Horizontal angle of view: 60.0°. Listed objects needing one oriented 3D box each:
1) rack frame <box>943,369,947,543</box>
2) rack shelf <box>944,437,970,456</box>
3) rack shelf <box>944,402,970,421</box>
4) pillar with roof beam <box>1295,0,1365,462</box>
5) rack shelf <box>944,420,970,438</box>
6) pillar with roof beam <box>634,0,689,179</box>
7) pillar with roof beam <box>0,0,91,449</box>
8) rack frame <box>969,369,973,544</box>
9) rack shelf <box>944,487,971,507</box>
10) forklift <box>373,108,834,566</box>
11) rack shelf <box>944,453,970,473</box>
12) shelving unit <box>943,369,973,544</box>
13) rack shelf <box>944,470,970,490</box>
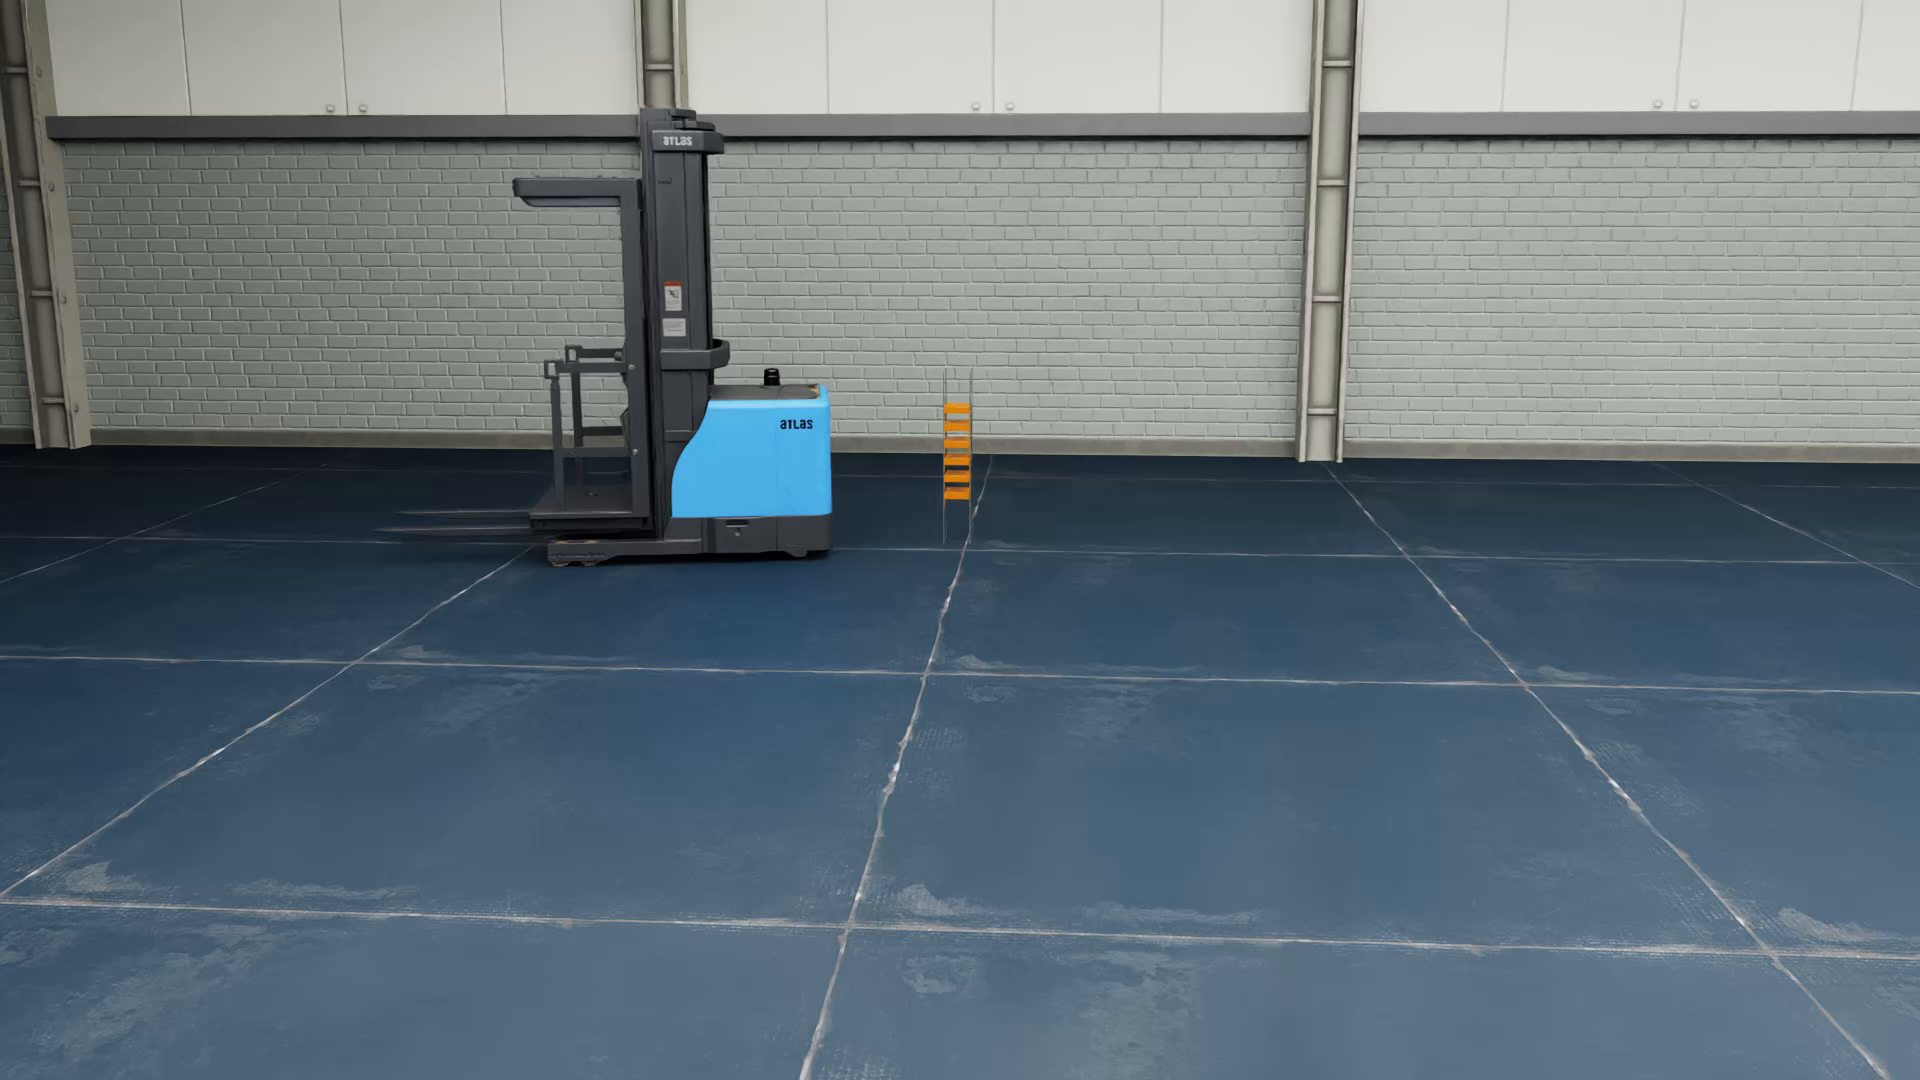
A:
[{"bbox_3d":[-0.106,-0.589,11.652,0.006,1.200,0.240,1,12,4],"label":"rack frame"},{"bbox_3d":[-0.014,-0.661,11.631,0.180,0.103,0.258,1,12,4],"label":"rack shelf"},{"bbox_3d":[-0.014,-0.896,11.582,0.180,0.103,0.258,1,12,4],"label":"rack shelf"},{"bbox_3d":[3.013,-4.268,10.191,0.400,9.000,9.100,1,12,4],"label":"pillar with roof beam"},{"bbox_3d":[-0.014,-0.779,11.606,0.180,0.103,0.258,1,12,4],"label":"rack shelf"},{"bbox_3d":[-2.974,-4.350,10.584,0.400,9.000,9.100,1,12,4],"label":"pillar with roof beam"},{"bbox_3d":[-8.960,-4.432,10.976,0.400,9.000,9.100,1,12,4],"label":"pillar with roof beam"},{"bbox_3d":[0.077,-0.586,11.640,0.006,1.200,0.240,1,12,4],"label":"rack frame"},{"bbox_3d":[-0.014,-0.309,11.704,0.180,0.103,0.258,1,12,4],"label":"rack shelf"},{"bbox_3d":[-2.396,-1.374,11.177,3.031,2.935,1.130,-1,12,-5],"label":"forklift"},{"bbox_3d":[-0.014,-0.544,11.655,0.180,0.103,0.258,1,12,4],"label":"rack shelf"},{"bbox_3d":[-0.014,-0.587,11.646,0.189,1.200,0.258,1,12,4],"label":"shelving unit"},{"bbox_3d":[-0.014,-0.427,11.680,0.180,0.103,0.258,1,12,4],"label":"rack shelf"}]
